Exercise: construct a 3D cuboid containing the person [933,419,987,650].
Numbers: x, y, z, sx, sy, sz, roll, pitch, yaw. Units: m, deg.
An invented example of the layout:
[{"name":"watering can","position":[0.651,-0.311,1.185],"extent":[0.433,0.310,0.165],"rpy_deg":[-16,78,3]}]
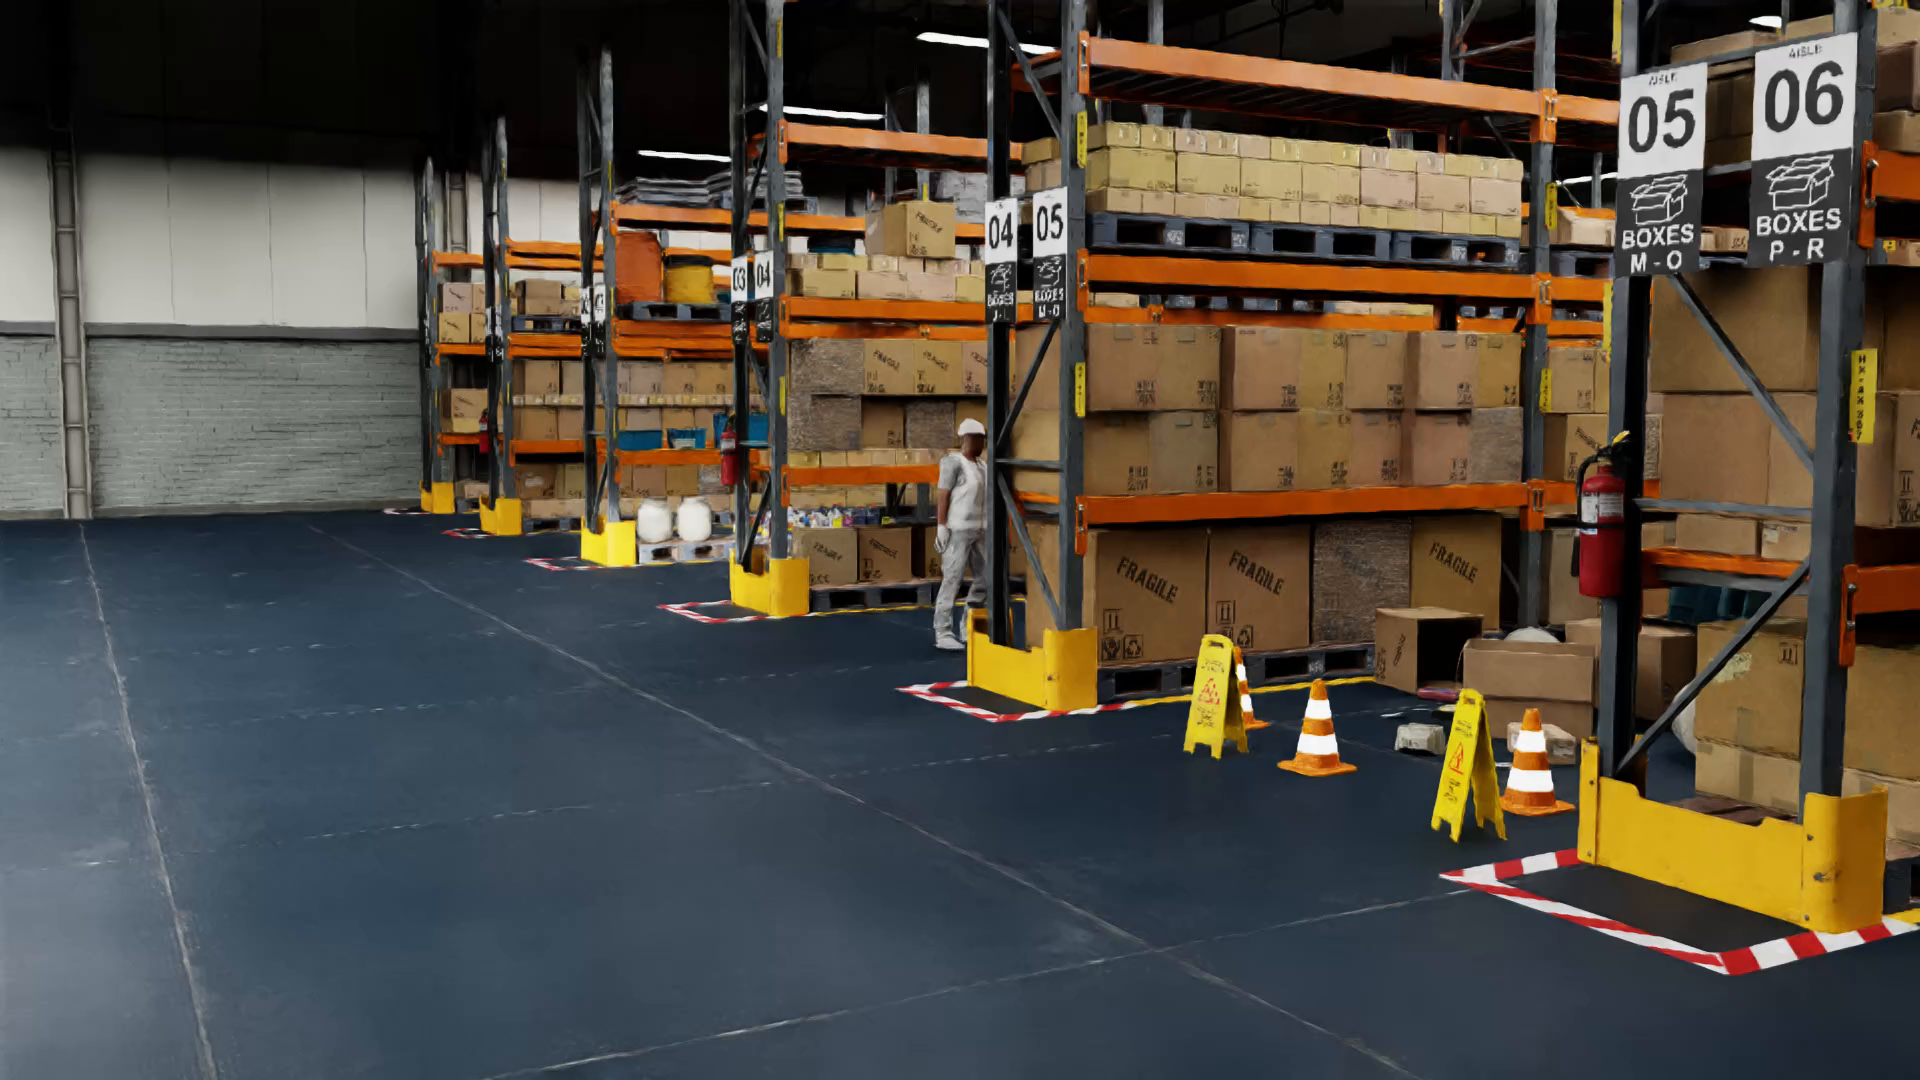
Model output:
[{"name":"person","position":[0.040,-0.049,12.785],"extent":[0.520,1.736,0.740],"rpy_deg":[4,7,42]}]
